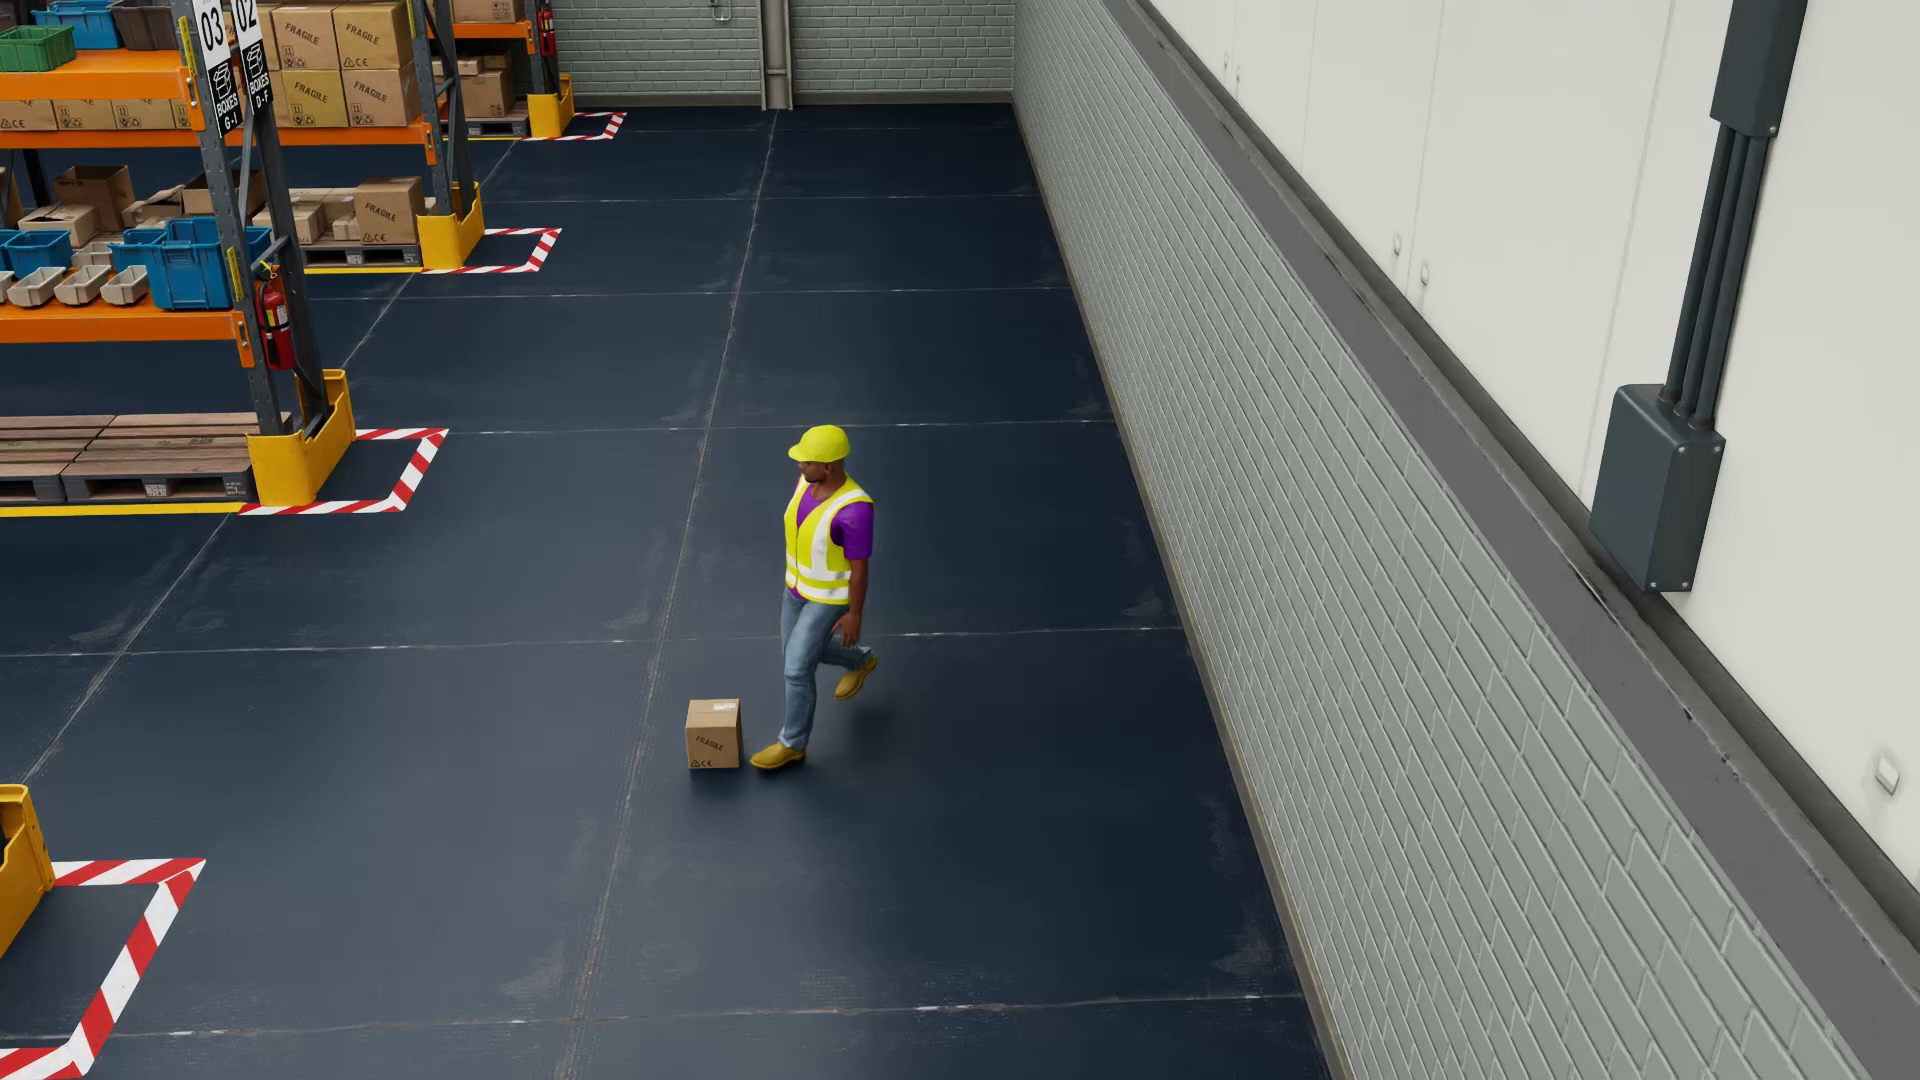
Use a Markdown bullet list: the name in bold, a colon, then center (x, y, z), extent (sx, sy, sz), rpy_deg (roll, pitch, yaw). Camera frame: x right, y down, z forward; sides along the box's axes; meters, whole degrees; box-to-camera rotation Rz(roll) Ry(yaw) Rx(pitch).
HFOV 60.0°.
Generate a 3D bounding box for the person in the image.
- **person**: center (-0.719, 0.244, 8.151), extent (0.890, 1.727, 0.596), rpy_deg (-18, 32, -31)
